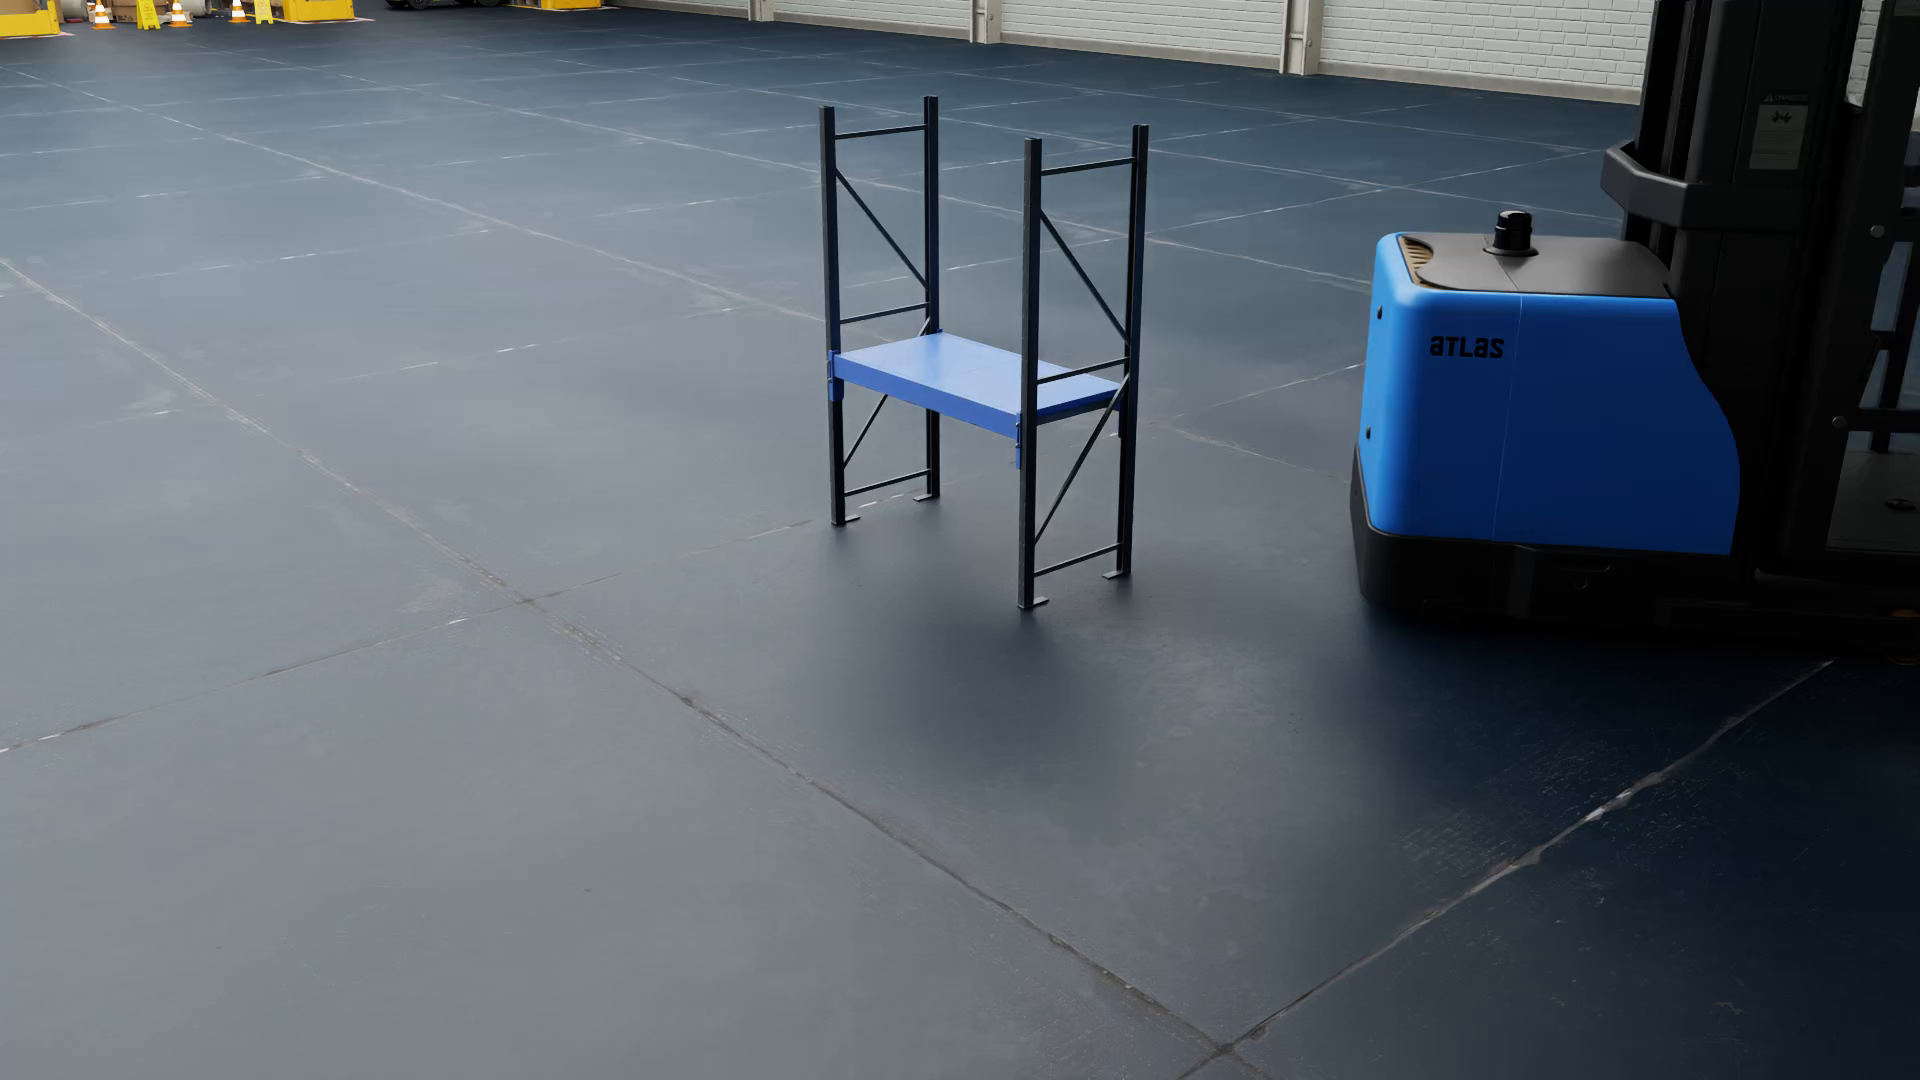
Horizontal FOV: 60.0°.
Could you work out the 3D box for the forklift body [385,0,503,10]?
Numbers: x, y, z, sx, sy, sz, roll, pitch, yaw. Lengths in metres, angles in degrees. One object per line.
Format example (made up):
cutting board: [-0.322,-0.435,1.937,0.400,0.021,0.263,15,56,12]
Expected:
forklift body: [-10.290,-11.590,32.626,2.313,2.155,1.214,-17,27,-37]

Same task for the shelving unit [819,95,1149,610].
shelving unit: [0.056,-0.675,5.650,0.538,1.500,1.048,-17,27,-37]

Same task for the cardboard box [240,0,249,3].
cardboard box: [-13.153,-10.215,31.147,0.500,0.250,0.500,-18,28,-38]

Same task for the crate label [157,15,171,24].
crate label: [-13.865,-9.036,28.866,0.298,0.136,0.250,7,23,18]

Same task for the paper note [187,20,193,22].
paper note: [-13.553,-9.118,29.221,0.142,0.019,0.148,12,24,27]

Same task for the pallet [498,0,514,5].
pallet: [-8.993,-11.135,34.125,1.003,0.211,1.213,-17,27,-37]

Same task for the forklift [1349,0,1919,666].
forklift: [2.854,-1.183,4.986,3.031,2.935,1.130,4,22,9]

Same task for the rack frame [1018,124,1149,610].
rack frame: [0.388,-0.534,5.292,0.500,1.500,0.032,-17,27,-37]

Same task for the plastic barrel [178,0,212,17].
plastic barrel: [-13.923,-9.724,30.229,0.512,0.421,0.421,0,21,-1]

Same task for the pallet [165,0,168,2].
pallet: [-16.141,-11.409,34.822,1.003,0.211,1.213,-17,27,-37]

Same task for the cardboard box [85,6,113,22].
cardboard box: [-15.206,-9.302,29.370,0.396,0.266,0.258,-12,25,-28]

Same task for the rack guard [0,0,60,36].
rack guard: [-15.097,-8.336,26.582,1.175,0.500,0.348,-17,27,-37]

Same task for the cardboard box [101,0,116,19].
cardboard box: [-15.109,-9.753,30.008,0.797,0.637,0.503,-17,27,-37]

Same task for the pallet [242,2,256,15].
pallet: [-12.773,-10.005,31.240,1.003,0.211,1.213,-17,27,-37]

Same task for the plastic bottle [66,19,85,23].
plastic bottle: [-15.470,-9.085,29.095,0.133,0.061,0.283,12,24,27]

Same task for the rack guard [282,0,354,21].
rack guard: [-11.478,-9.570,29.732,1.175,0.500,0.348,-17,27,-37]

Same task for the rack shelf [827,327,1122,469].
rack shelf: [0.056,-0.507,5.716,0.538,0.185,1.000,-17,27,-37]

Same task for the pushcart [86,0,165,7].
pushcart: [-15.734,-10.040,31.102,0.936,0.377,1.648,12,24,27]

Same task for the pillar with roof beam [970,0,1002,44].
pillar with roof beam: [-2.870,-10.756,21.106,9.100,9.000,0.400,-17,27,-37]

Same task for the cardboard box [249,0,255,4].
cardboard box: [-12.838,-10.076,30.790,0.500,0.250,0.500,-19,28,-39]

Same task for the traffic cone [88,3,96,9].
traffic cone: [-16.856,-10.488,32.128,0.336,0.463,0.334,-17,27,-37]

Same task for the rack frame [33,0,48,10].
rack frame: [-15.112,-9.507,26.143,1.000,3.000,0.127,-17,27,-37]

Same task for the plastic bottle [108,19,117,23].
plastic bottle: [-14.899,-9.088,29.104,0.283,0.061,0.133,12,24,27]

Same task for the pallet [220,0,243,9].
pallet: [-13.574,-10.343,32.101,1.003,0.211,1.213,-17,27,-37]

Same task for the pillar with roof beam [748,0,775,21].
pillar with roof beam: [-6.787,-12.413,25.338,9.100,9.000,0.400,-17,27,-37]

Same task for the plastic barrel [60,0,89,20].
plastic barrel: [-15.821,-9.464,29.566,0.512,0.421,0.421,0,21,-1]

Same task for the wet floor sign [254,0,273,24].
wet floor sign: [-12.115,-9.309,28.868,0.267,0.644,0.232,-8,23,-19]

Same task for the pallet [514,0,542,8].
pallet: [-8.201,-10.799,33.265,1.003,0.211,1.213,-17,27,-37]

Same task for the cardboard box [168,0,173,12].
cardboard box: [-14.371,-10.035,30.917,0.500,0.500,0.500,0,21,-1]

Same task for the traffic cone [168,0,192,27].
traffic cone: [-13.305,-8.985,28.290,0.336,0.463,0.334,-17,27,-37]

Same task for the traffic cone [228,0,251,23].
traffic cone: [-12.686,-9.343,29.205,0.336,0.463,0.334,-17,27,-37]

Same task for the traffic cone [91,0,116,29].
traffic cone: [-14.383,-8.810,27.843,0.336,0.463,0.334,-17,27,-37]

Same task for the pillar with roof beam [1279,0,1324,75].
pillar with roof beam: [1.046,-9.098,16.873,9.100,9.000,0.400,-17,27,-37]

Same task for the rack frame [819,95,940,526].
rack frame: [-0.276,-0.815,6.009,0.500,1.500,0.032,-17,27,-37]

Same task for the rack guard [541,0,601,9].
rack guard: [-7.655,-10.725,32.681,1.175,0.500,0.348,-17,27,-37]

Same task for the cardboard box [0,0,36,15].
cardboard box: [-15.605,-8.884,26.892,0.875,0.875,0.875,-17,27,-37]

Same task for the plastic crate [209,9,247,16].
plastic crate: [-13.636,-9.830,30.971,0.583,0.080,0.402,12,24,27]

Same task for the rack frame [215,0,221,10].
rack frame: [-14.039,-11.818,32.044,1.000,3.000,0.127,-17,27,-37]

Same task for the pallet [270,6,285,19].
pallet: [-11.981,-9.668,30.379,1.003,0.211,1.213,-17,27,-37]

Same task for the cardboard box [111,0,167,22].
cardboard box: [-14.493,-9.433,29.378,0.637,0.503,0.797,3,22,9]

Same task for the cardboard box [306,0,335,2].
cardboard box: [-11.745,-9.917,30.385,0.500,0.250,0.500,-18,28,-38]

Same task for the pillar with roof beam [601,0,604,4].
pillar with roof beam: [-10.703,-14.071,29.571,9.100,9.000,0.400,-17,27,-37]

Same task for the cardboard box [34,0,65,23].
cardboard box: [-15.932,-9.264,28.949,0.500,0.500,0.500,-12,25,-28]

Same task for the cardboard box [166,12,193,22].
cardboard box: [-13.814,-9.267,29.439,0.380,0.149,0.250,-4,22,-10]

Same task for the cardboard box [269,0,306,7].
cardboard box: [-12.175,-9.794,30.071,0.500,0.250,0.500,-18,27,-38]

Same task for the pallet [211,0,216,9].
pallet: [-14.549,-10.734,33.101,1.003,0.211,1.213,-17,27,-37]

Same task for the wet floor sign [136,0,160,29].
wet floor sign: [-13.593,-8.874,27.755,0.232,0.644,0.267,17,27,36]
